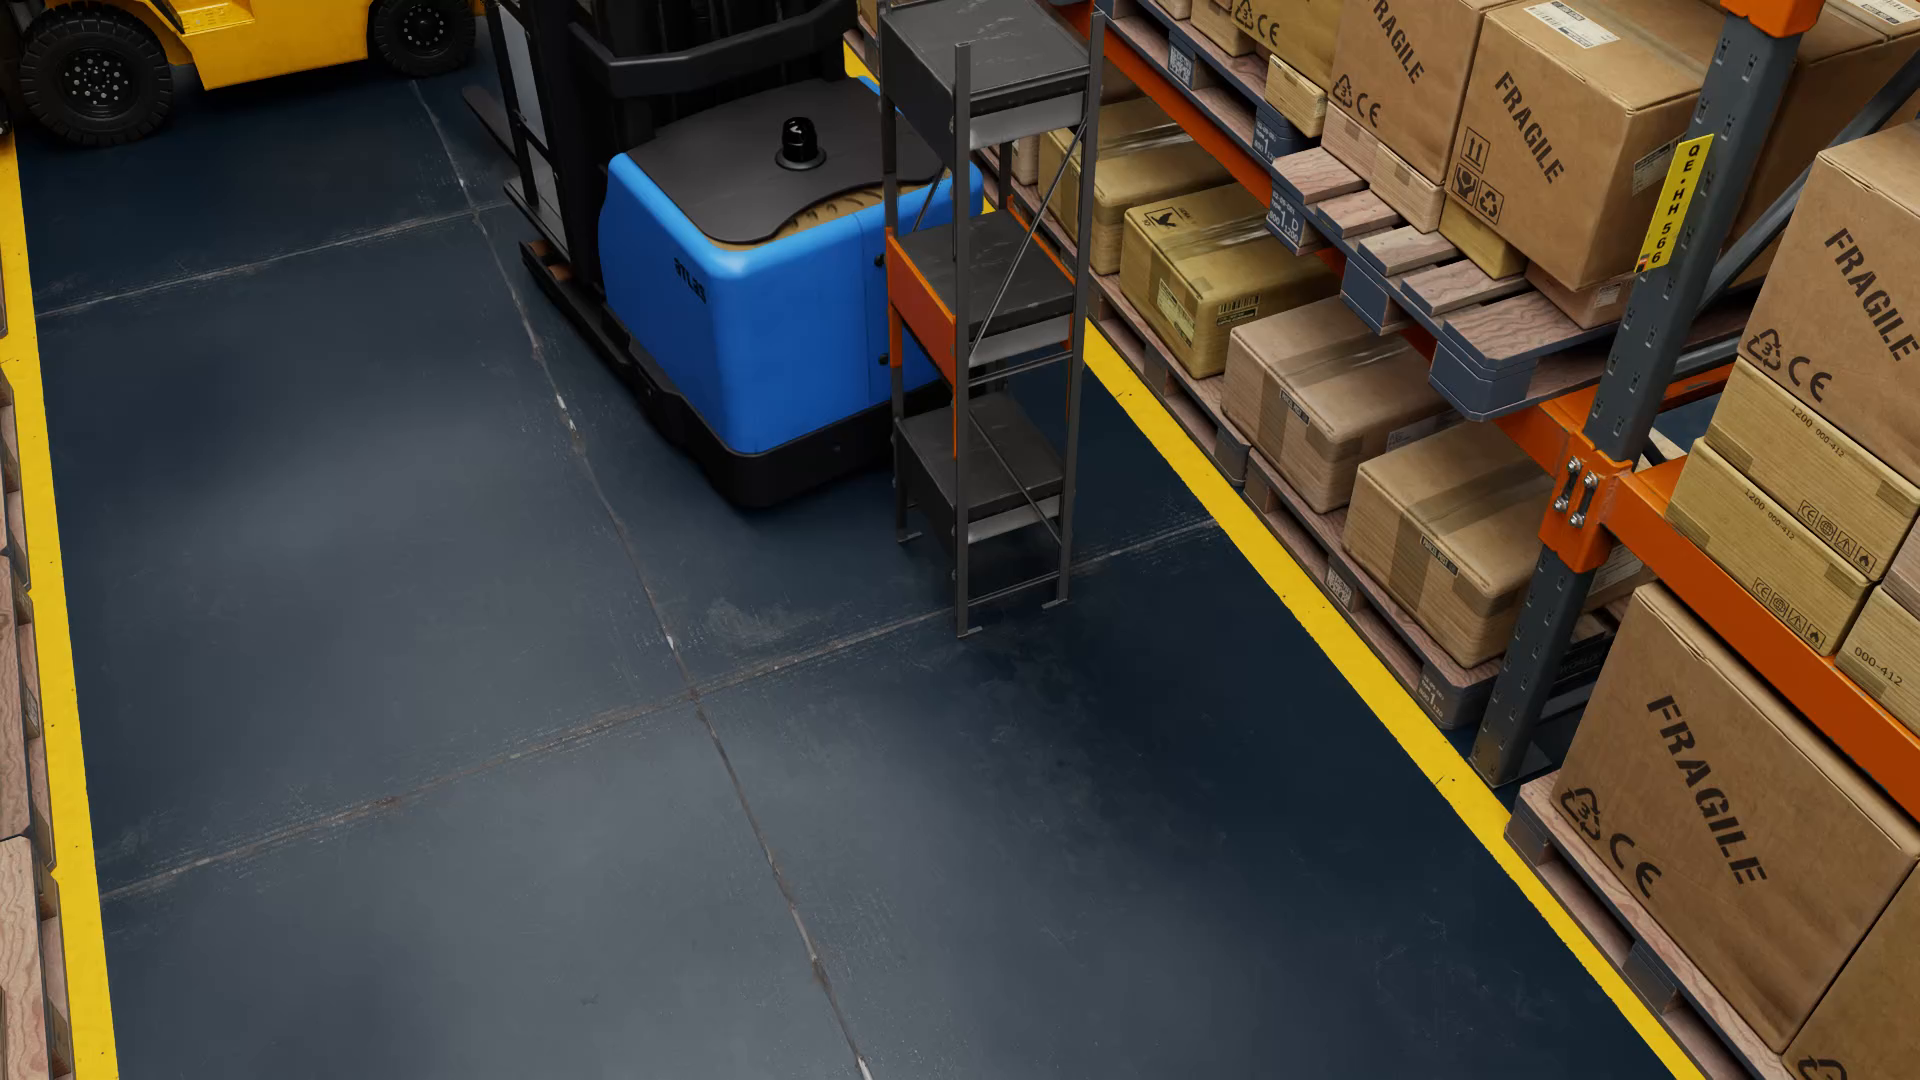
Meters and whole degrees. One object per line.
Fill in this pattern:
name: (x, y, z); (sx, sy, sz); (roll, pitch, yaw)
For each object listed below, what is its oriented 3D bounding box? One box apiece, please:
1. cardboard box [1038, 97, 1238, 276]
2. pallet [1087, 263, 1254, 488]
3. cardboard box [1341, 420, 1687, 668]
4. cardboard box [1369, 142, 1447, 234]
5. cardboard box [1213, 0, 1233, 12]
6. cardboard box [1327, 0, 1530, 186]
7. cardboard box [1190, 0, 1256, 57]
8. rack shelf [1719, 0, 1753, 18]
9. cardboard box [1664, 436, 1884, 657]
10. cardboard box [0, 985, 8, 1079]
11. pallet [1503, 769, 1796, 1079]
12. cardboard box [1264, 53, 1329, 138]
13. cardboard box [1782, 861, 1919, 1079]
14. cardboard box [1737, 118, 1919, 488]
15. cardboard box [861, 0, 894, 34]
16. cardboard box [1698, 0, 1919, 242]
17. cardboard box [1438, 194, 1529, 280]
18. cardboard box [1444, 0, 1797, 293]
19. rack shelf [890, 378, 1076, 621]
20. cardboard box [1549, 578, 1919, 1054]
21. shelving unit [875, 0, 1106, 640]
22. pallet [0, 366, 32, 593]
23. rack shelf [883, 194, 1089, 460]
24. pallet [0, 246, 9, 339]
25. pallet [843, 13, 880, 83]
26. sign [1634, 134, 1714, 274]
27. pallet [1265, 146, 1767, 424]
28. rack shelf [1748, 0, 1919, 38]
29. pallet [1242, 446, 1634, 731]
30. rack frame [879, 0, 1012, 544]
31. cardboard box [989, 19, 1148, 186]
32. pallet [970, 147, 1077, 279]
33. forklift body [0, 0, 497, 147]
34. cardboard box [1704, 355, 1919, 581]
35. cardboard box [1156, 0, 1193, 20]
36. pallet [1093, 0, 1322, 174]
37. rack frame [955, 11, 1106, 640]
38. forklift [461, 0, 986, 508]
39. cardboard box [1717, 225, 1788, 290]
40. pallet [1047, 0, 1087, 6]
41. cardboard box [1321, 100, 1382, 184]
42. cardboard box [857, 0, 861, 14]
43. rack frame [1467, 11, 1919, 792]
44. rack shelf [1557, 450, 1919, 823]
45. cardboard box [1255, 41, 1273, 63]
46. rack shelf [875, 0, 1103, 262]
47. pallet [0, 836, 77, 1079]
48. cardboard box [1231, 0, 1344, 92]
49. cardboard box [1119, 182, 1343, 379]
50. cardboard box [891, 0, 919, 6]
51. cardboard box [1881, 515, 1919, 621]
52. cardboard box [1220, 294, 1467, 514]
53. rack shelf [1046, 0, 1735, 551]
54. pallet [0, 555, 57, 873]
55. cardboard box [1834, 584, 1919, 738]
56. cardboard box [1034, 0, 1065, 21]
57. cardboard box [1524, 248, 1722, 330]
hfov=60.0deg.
cardboard box: (0.870, -1.474, 6.680); (0.950, 0.372, 0.625); (-15, 47, -15)
pallet: (1.187, -0.784, 6.394); (1.003, 0.211, 1.213); (-18, 47, -17)
cardboard box: (1.795, -0.079, 5.266); (0.950, 0.372, 0.625); (-21, 48, -20)
cardboard box: (1.347, -0.998, 4.505); (0.380, 0.149, 0.250); (-18, 48, -18)
cardboard box: (0.911, -1.996, 5.055); (0.500, 0.500, 0.500); (-20, 48, -19)
cardboard box: (1.353, -1.326, 4.377); (0.500, 0.500, 0.500); (-19, 48, -18)
cardboard box: (0.949, -1.665, 5.182); (0.380, 0.149, 0.250); (-19, 48, -19)
rack shelf: (1.183, -2.588, 4.613); (1.077, 0.370, 4.000); (-18, 47, -17)
cardboard box: (2.001, -0.062, 3.784); (0.500, 0.250, 0.500); (-19, 48, -18)
cardboard box: (-2.728, 1.261, 3.728); (0.875, 0.625, 0.625); (-17, 47, -16)
pallet: (2.287, 1.016, 4.570); (1.003, 0.211, 1.213); (-18, 47, -17)
cardboard box: (1.120, -1.332, 4.844); (0.380, 0.149, 0.250); (-17, 47, -17)
cardboard box: (2.610, 1.140, 3.673); (0.875, 0.875, 0.875); (-17, 47, -17)
cardboard box: (2.009, -0.506, 3.345); (0.500, 0.500, 0.500); (-20, 48, -19)
cardboard box: (-0.151, -2.519, 7.826); (0.500, 0.250, 0.500); (-16, 47, -16)
cardboard box: (2.044, -1.148, 4.195); (0.500, 0.500, 0.500); (-19, 48, -19)
cardboard box: (1.494, -0.850, 4.356); (0.380, 0.149, 0.250); (-17, 47, -17)
cardboard box: (1.580, -1.000, 4.046); (0.500, 0.500, 0.500); (-19, 48, -19)
rack shelf: (0.070, -0.134, 5.407); (0.431, 0.518, 0.480); (-18, 47, -17)
cardboard box: (2.239, 0.570, 4.250); (0.875, 0.875, 0.875); (-18, 48, -18)
shelving unit: (0.070, -0.642, 4.906); (0.431, 2.100, 0.503); (-18, 47, -17)
pallet: (-3.815, -0.132, 5.733); (1.003, 0.211, 1.213); (-18, 47, -17)
rack shelf: (0.070, -0.632, 4.915); (0.431, 0.518, 0.480); (-18, 47, -17)
pallet: (-4.457, -1.109, 6.723); (1.003, 0.211, 1.213); (-18, 47, -17)
pallet: (0.027, -2.476, 8.109); (1.003, 0.211, 1.213); (-18, 47, -17)
sign: (1.535, -0.719, 3.575); (0.100, 0.325, 0.005); (-18, 47, -17)
pallet: (1.627, -0.856, 4.618); (1.213, 0.211, 1.003); (-18, 47, -17)
rack shelf: (2.865, -0.039, 2.030); (1.077, 0.370, 4.000); (-18, 47, -17)
pallet: (1.696, -0.007, 5.607); (1.003, 0.211, 1.213); (-18, 47, -17)
rack frame: (-0.033, -0.797, 5.063); (0.400, 2.100, 0.015); (-18, 47, -17)
cardboard box: (0.565, -1.931, 7.143); (0.950, 0.372, 0.625); (-17, 47, -17)
pallet: (0.670, -1.562, 7.183); (1.003, 0.211, 1.213); (-18, 47, -17)
forklift body: (-3.390, -3.160, 7.421); (2.313, 2.155, 1.214); (-18, 47, -17)
cardboard box: (2.013, -0.230, 3.599); (0.500, 0.250, 0.500); (-18, 47, -18)
cardboard box: (0.810, -1.826, 5.345); (0.380, 0.149, 0.250); (-16, 47, -16)
pallet: (1.154, -1.683, 5.456); (1.003, 0.211, 1.213); (-18, 47, -17)
rack frame: (0.172, -0.486, 4.748); (0.400, 2.100, 0.015); (-18, 47, -17)
forklift: (-1.136, -2.163, 5.856); (1.130, 2.935, 3.031); (-25, 50, -23)
cardboard box: (2.056, -0.824, 4.329); (0.380, 0.149, 0.250); (-21, 48, -20)
pallet: (0.531, -2.452, 6.236); (1.003, 0.211, 1.213); (-18, 47, -17)
cardboard box: (1.249, -1.161, 4.670); (0.380, 0.149, 0.250); (-20, 48, -19)
cardboard box: (-0.384, -2.855, 8.167); (0.500, 0.250, 0.500); (-19, 48, -18)
rack frame: (2.024, -0.502, 4.123); (1.000, 3.000, 0.127); (-18, 47, -17)
rack shelf: (2.865, 1.029, 3.084); (1.077, 0.370, 4.000); (-18, 47, -17)
cardboard box: (1.129, -1.529, 5.044); (0.380, 0.149, 0.250); (-18, 47, -17)
rack shelf: (0.070, -1.130, 4.424); (0.431, 0.518, 0.480); (-18, 47, -17)
pallet: (-2.789, 1.423, 4.157); (1.003, 0.211, 1.213); (-18, 47, -17)
cardboard box: (1.140, -1.648, 4.702); (0.500, 0.500, 0.500); (-21, 48, -20)
cardboard box: (1.164, -1.031, 6.232); (0.950, 0.372, 0.625); (-17, 47, -16)
cardboard box: (-0.150, -2.786, 7.563); (0.500, 0.500, 0.500); (-19, 48, -18)
cardboard box: (2.229, 0.099, 3.264); (0.500, 0.250, 0.500); (-17, 47, -16)
cardboard box: (1.478, -0.546, 5.740); (0.950, 0.372, 0.625); (-19, 48, -18)
rack shelf: (1.183, -1.520, 5.667); (1.077, 0.370, 4.000); (-18, 47, -17)
pallet: (-3.298, 0.647, 4.944); (1.003, 0.211, 1.213); (-18, 47, -17)
cardboard box: (2.233, 0.260, 3.458); (0.500, 0.250, 0.500); (-19, 48, -19)
cardboard box: (0.339, -2.677, 7.986); (0.500, 0.250, 0.500); (-20, 48, -19)
cardboard box: (1.672, -0.701, 4.205); (0.380, 0.149, 0.250); (-16, 47, -16)
